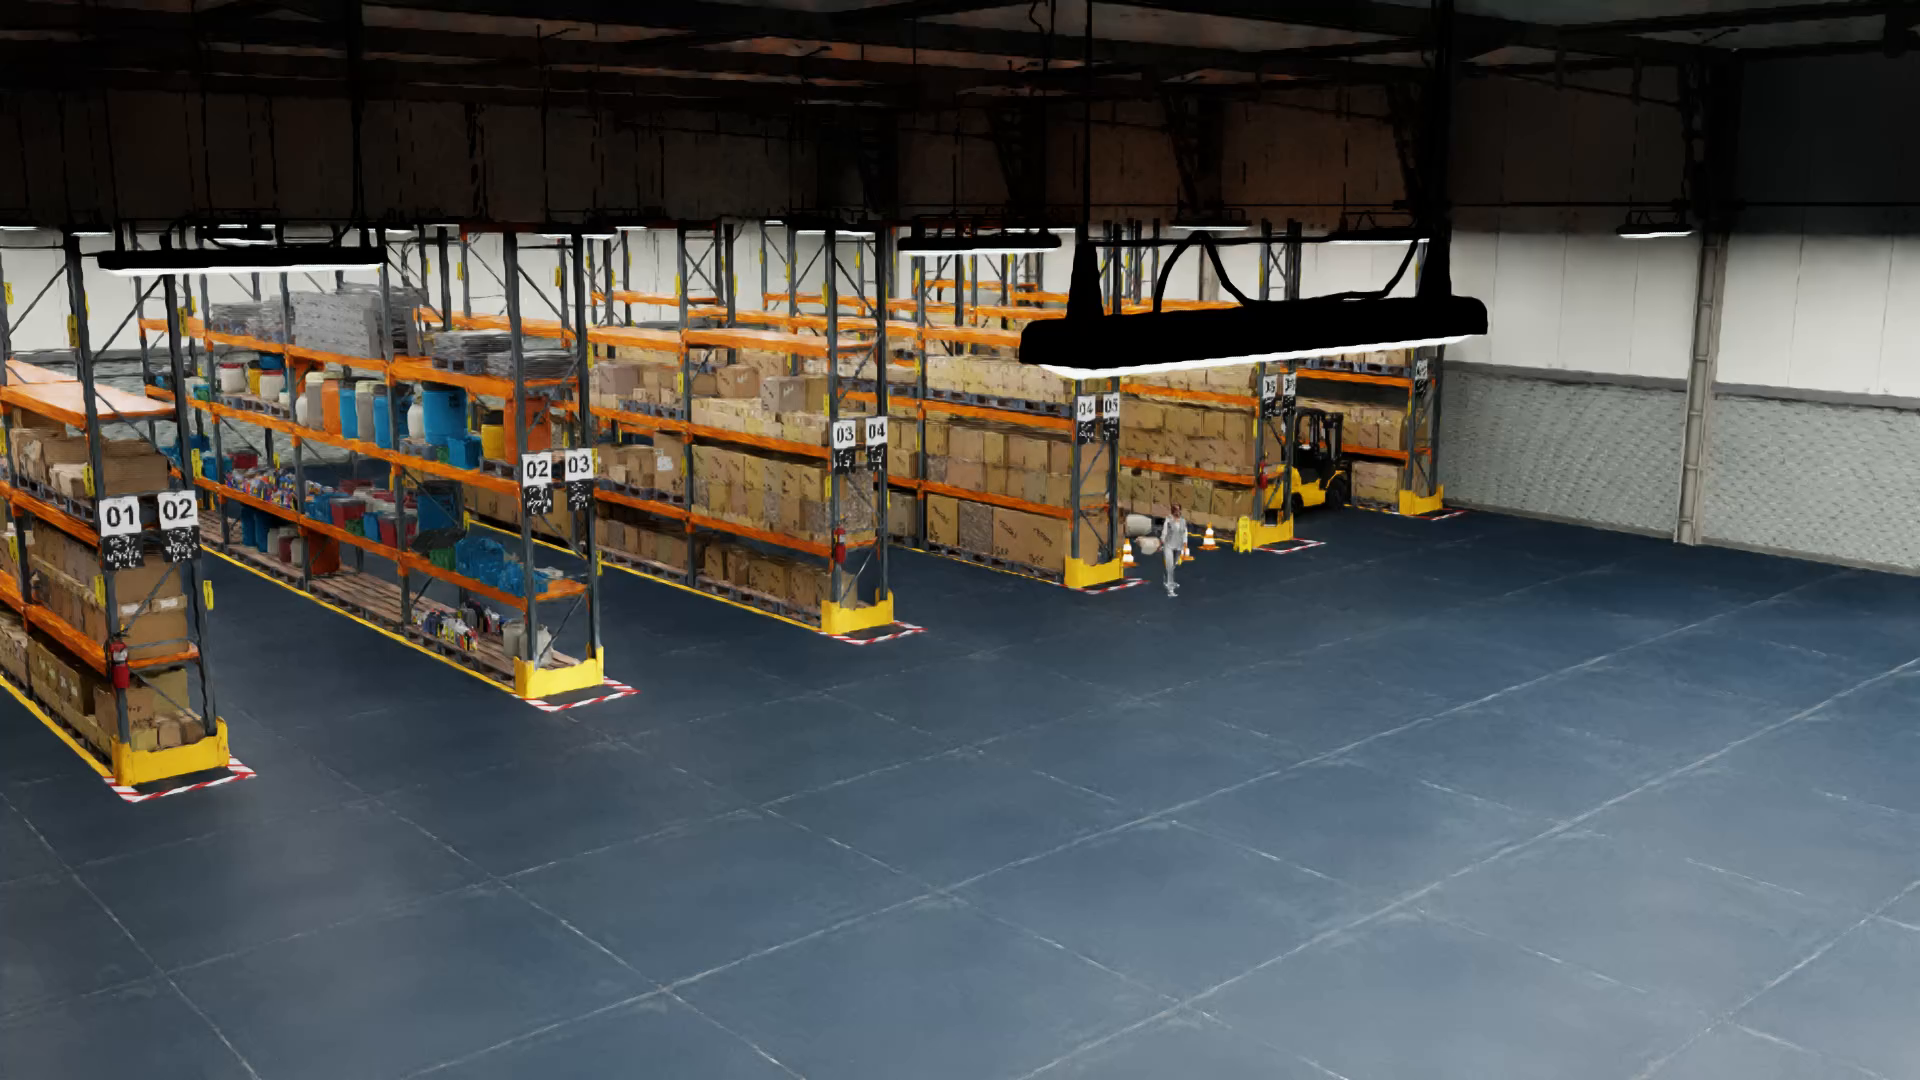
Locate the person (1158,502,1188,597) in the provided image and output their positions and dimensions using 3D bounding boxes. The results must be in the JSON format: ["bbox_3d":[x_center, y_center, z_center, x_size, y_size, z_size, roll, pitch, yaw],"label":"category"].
[{"bbox_3d":[3.523,0.117,27.381,0.457,1.543,0.884,-4,12,-17],"label":"person"}]
